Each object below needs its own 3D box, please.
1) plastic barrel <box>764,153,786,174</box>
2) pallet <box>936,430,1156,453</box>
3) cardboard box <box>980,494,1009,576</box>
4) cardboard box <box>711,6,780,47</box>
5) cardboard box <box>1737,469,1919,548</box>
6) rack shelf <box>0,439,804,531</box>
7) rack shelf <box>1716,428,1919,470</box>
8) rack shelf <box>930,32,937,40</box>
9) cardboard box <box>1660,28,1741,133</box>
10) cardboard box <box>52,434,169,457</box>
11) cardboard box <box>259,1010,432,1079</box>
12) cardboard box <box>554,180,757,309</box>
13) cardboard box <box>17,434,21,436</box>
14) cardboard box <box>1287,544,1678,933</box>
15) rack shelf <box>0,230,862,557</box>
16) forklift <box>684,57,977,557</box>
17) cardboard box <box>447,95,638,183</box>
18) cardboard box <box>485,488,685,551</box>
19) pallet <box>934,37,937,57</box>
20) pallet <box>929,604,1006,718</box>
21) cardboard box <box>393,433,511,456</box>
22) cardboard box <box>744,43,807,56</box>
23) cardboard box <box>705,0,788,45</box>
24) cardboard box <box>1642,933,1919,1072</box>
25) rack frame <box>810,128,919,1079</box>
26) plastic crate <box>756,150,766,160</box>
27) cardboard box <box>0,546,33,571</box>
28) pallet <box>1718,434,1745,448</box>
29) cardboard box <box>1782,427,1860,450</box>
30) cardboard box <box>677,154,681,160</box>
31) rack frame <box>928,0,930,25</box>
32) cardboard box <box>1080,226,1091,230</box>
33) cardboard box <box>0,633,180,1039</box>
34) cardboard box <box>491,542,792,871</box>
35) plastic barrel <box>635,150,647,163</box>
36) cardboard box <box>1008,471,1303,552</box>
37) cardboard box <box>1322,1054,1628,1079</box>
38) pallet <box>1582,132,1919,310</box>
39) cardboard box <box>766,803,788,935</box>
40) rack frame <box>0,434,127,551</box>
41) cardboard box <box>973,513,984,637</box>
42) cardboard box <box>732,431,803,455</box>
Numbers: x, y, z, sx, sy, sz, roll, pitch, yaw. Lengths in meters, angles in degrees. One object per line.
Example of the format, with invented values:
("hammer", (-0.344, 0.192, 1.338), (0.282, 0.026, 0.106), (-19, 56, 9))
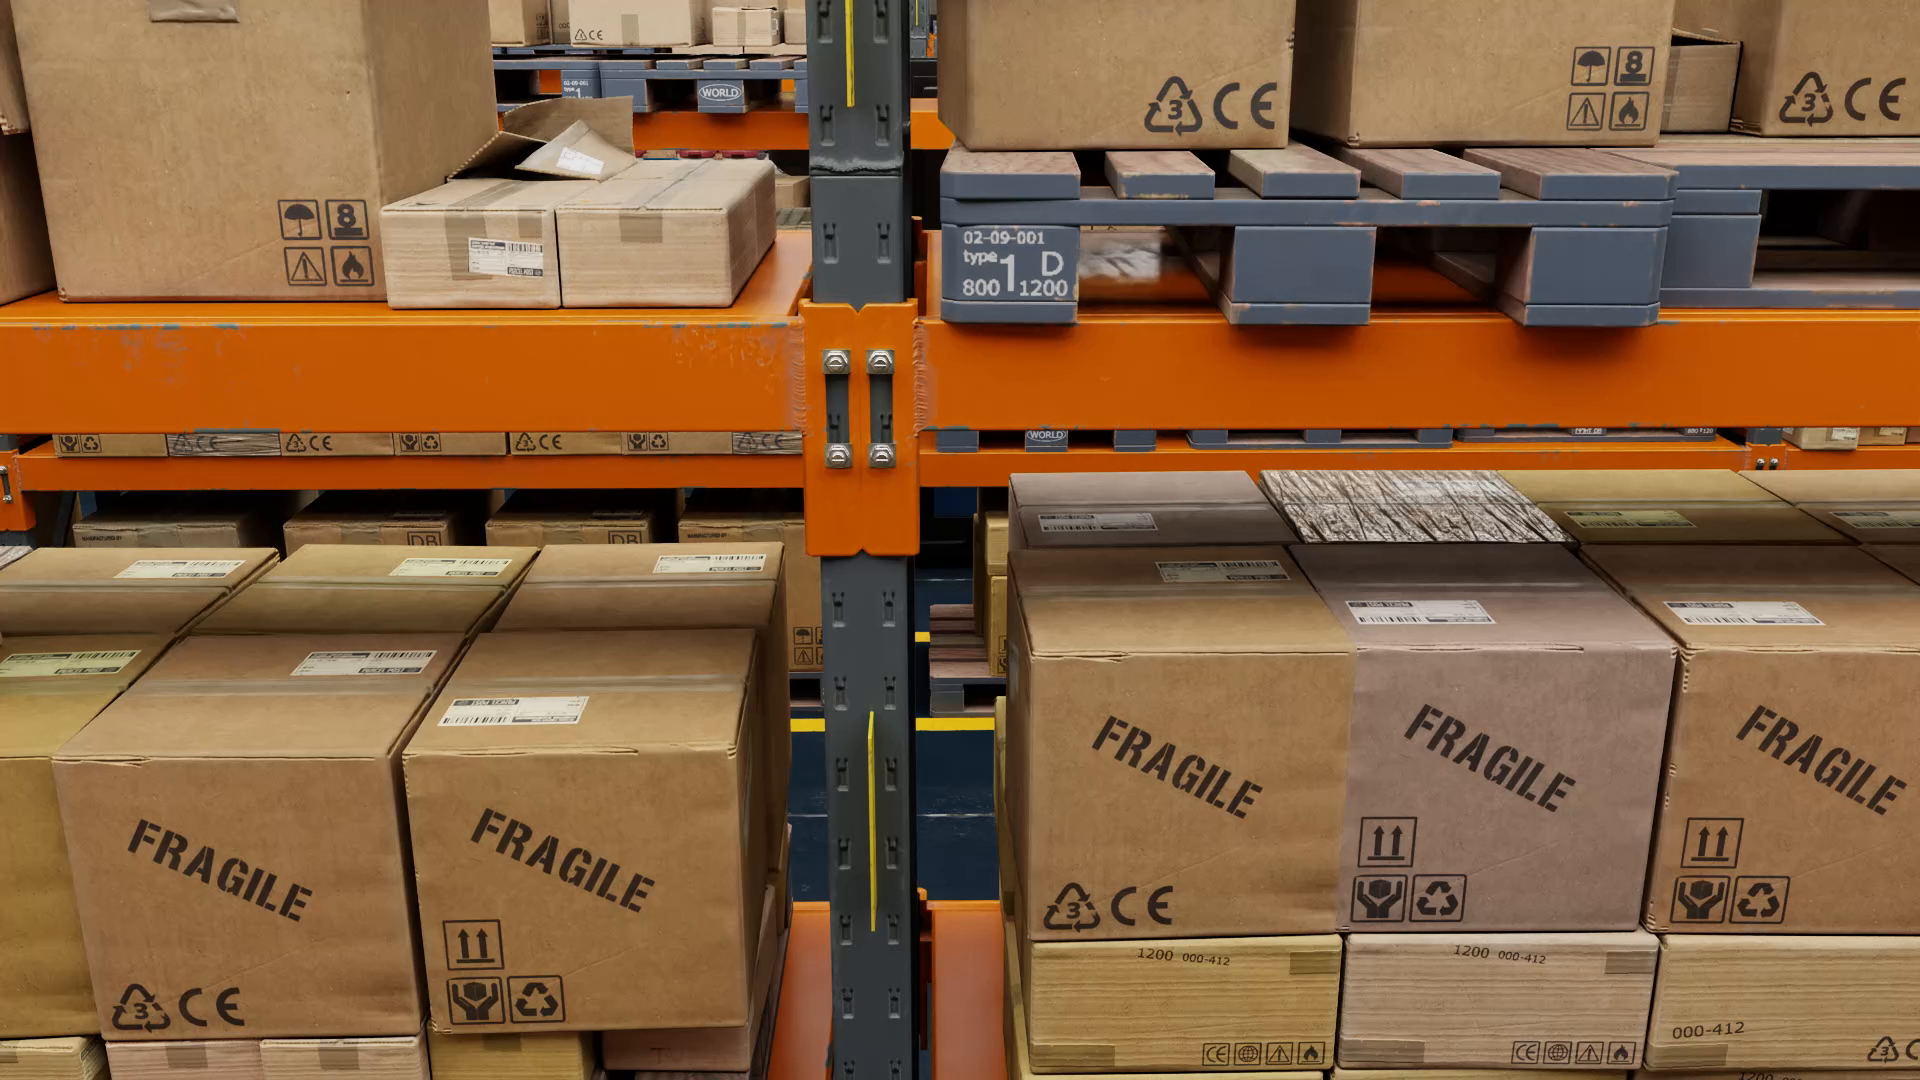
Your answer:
("plastic barrel", (-1.832, -3.744, 17.124), (0.421, 0.512, 0.421), (0, 18, 0))
("pallet", (0.381, -0.679, 8.068), (1.003, 0.211, 1.213), (0, 18, -1))
("cardboard box", (0.363, -0.031, 7.909), (0.500, 0.250, 0.500), (-1, 18, -3))
("cardboard box", (-0.926, -2.229, 7.206), (0.250, 0.166, 0.380), (0, 18, -1))
("cardboard box", (1.877, 0.165, 3.321), (0.500, 0.500, 0.500), (-1, 18, -2))
("rack shelf", (-2.330, -0.382, 8.006), (4.000, 0.370, 1.077), (0, 18, -1))
("rack shelf", (5.669, -0.421, 8.127), (4.000, 0.370, 1.077), (0, 18, -1))
("rack shelf", (1.458, -7.884, 26.480), (4.000, 0.370, 1.077), (0, 18, -1))
("cardboard box", (1.220, -0.901, 3.067), (0.258, 0.266, 0.396), (-1, 18, -2))
("cardboard box", (-3.800, -0.683, 7.603), (0.500, 0.500, 0.500), (0, 18, 0))
("cardboard box", (-0.993, 0.808, 2.841), (0.250, 0.149, 0.380), (0, 18, -1))
("cardboard box", (-0.463, -0.466, 2.591), (0.250, 0.149, 0.380), (0, 18, -1))
("cardboard box", (-4.699, -0.781, 7.827), (0.550, 0.550, 0.875), (0, 18, -1))
("cardboard box", (0.842, 0.320, 2.838), (0.500, 0.500, 0.500), (0, 18, -1))
("rack shelf", (-2.151, -0.299, 2.837), (4.000, 0.370, 1.077), (0, 18, -1))
("forklift", (-0.630, -1.388, 10.077), (3.031, 2.935, 1.130), (-1, 18, -2))
("cardboard box", (-0.724, -0.637, 2.931), (0.258, 0.266, 0.396), (0, 18, -1))
("cardboard box", (-1.815, 0.118, 8.266), (0.750, 0.750, 1.050), (0, 18, 0))
("pallet", (0.335, -3.608, 12.281), (1.003, 0.211, 1.213), (1, 18, 2))
("pallet", (0.451, 0.590, 8.363), (1.213, 0.211, 1.003), (0, 18, -1))
("cardboard box", (-2.287, -0.690, 7.623), (0.500, 0.500, 0.500), (0, 18, 0))
("cardboard box", (-1.275, -3.523, 11.954), (0.500, 0.250, 0.500), (0, 18, -1))
("cardboard box", (-1.058, -2.432, 7.601), (0.500, 0.311, 0.500), (0, 18, -1))
("cardboard box", (1.375, 0.682, 2.937), (0.500, 0.250, 0.500), (0, 18, -1))
("rack frame", (-0.151, 0.777, 3.215), (0.127, 3.000, 1.000), (0, 18, -1))
("plastic crate", (-2.006, -3.879, 17.623), (0.583, 0.464, 0.402), (0, 18, -1))
("cardboard box", (-2.157, 0.328, 3.275), (0.500, 0.500, 0.500), (-1, 18, -3))
("pallet", (5.676, -0.928, 13.094), (1.213, 0.211, 1.003), (0, 18, -1))
("cardboard box", (3.958, -0.536, 7.718), (0.250, 0.149, 0.380), (0, 18, 1))
("cardboard box", (-3.571, -5.078, 21.879), (0.250, 0.149, 0.380), (0, 18, -1))
("rack frame", (-0.460, -8.132, 21.166), (0.127, 3.000, 1.000), (0, 18, -1))
("cardboard box", (0.698, -2.220, 12.393), (0.500, 0.500, 0.500), (-1, 18, -2))
("cardboard box", (-1.623, 0.483, 2.792), (0.500, 0.500, 0.500), (-1, 18, -5))
("cardboard box", (-0.605, 0.319, 3.304), (0.500, 0.500, 0.500), (-1, 18, -2))
("plastic barrel", (-3.425, -3.746, 17.091), (0.433, 0.535, 0.433), (0, 18, 0))
("cardboard box", (0.362, 0.171, 3.304), (0.500, 0.500, 0.500), (-1, 18, -2))
("cardboard box", (0.855, 0.915, 3.030), (0.500, 0.250, 0.500), (-1, 18, -2))
("pallet", (1.610, -0.587, 2.866), (1.213, 0.211, 1.003), (1, 18, 2))
("cardboard box", (-0.479, 0.641, 3.361), (0.250, 0.149, 0.380), (-1, 18, -4))
("rack frame", (-4.330, -0.715, 7.866), (0.127, 3.000, 1.000), (0, 18, -1))
("cardboard box", (0.324, 0.173, 8.503), (0.500, 0.500, 0.500), (0, 18, -1))
("cardboard box", (-0.776, -0.698, 7.649), (0.500, 0.500, 0.500), (0, 18, -1))
